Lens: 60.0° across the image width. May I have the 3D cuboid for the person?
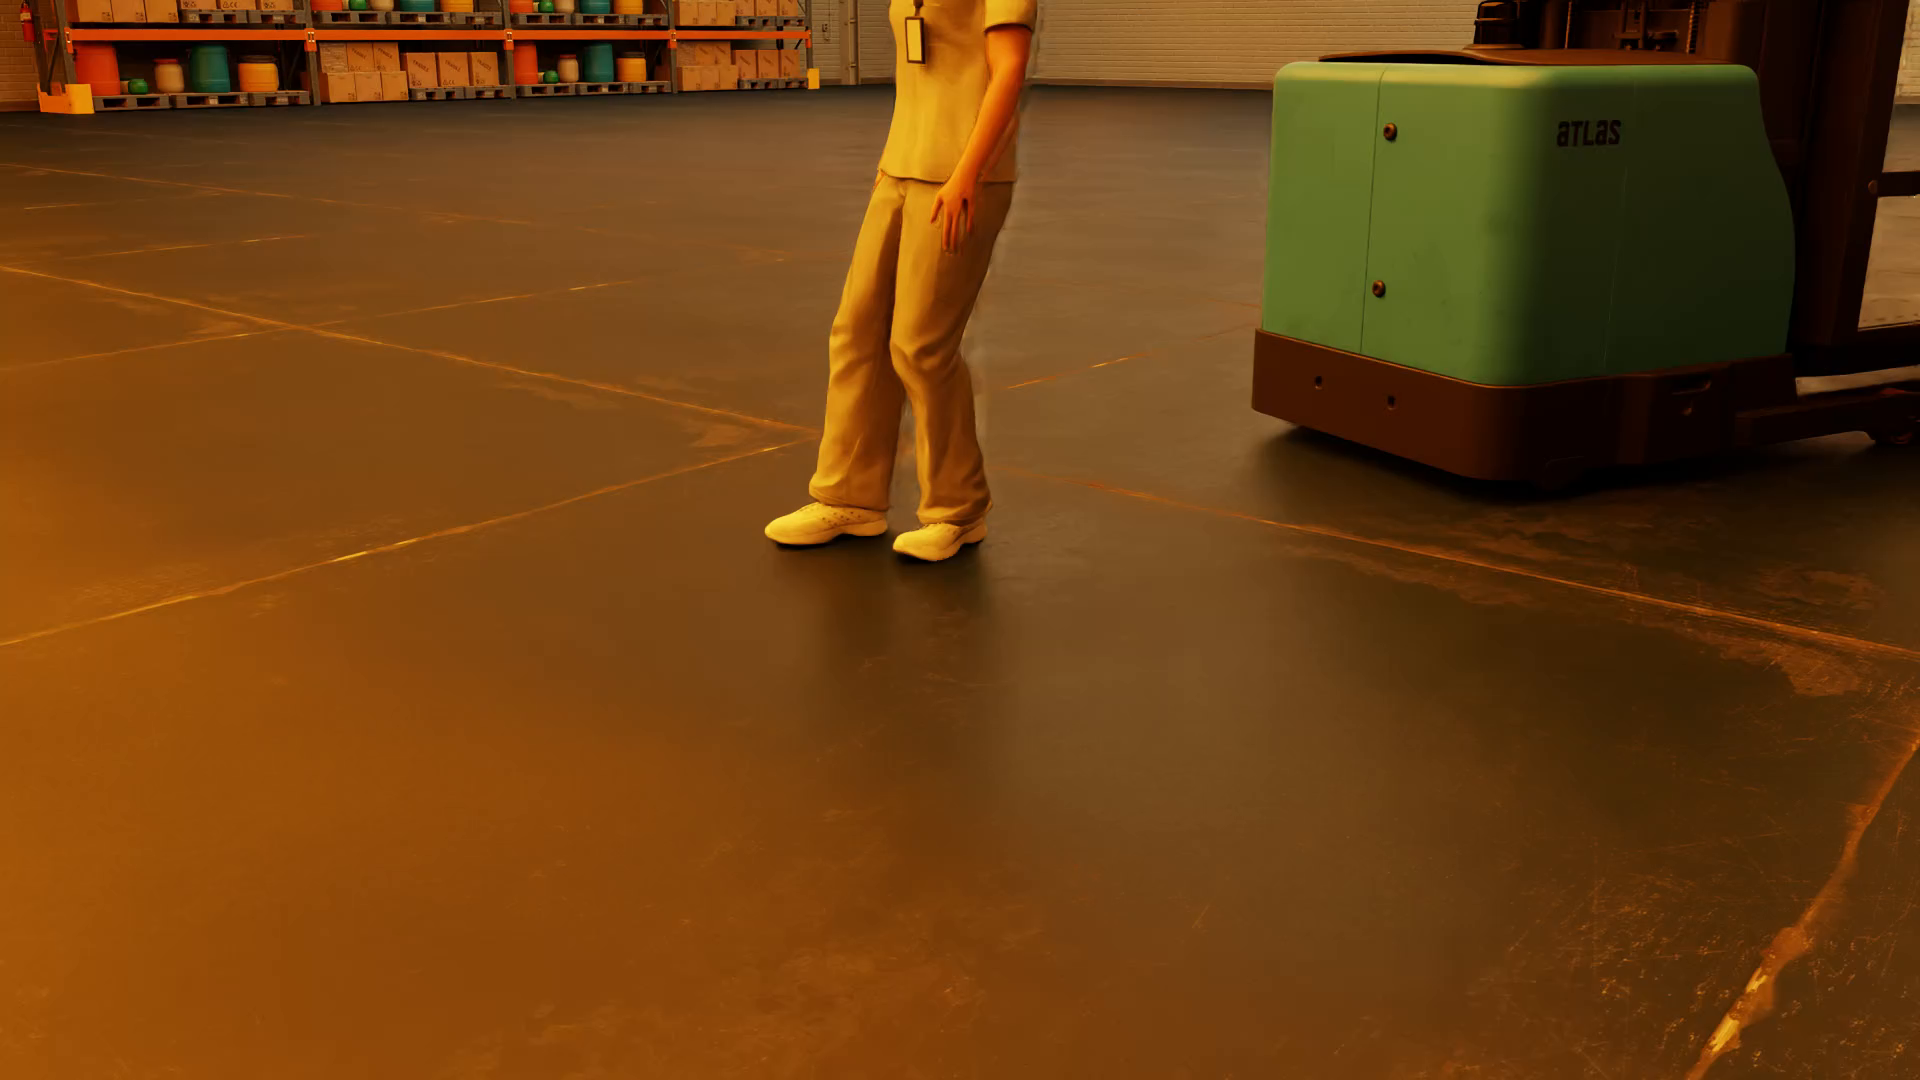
[{"bbox_3d":[-0.117,-0.770,3.638,0.604,1.665,0.549,-7,18,-23],"label":"person"}]

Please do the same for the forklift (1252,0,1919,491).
[{"bbox_3d":[2.427,-1.807,4.849,3.031,2.935,1.130,-8,19,-26],"label":"forklift"}]
